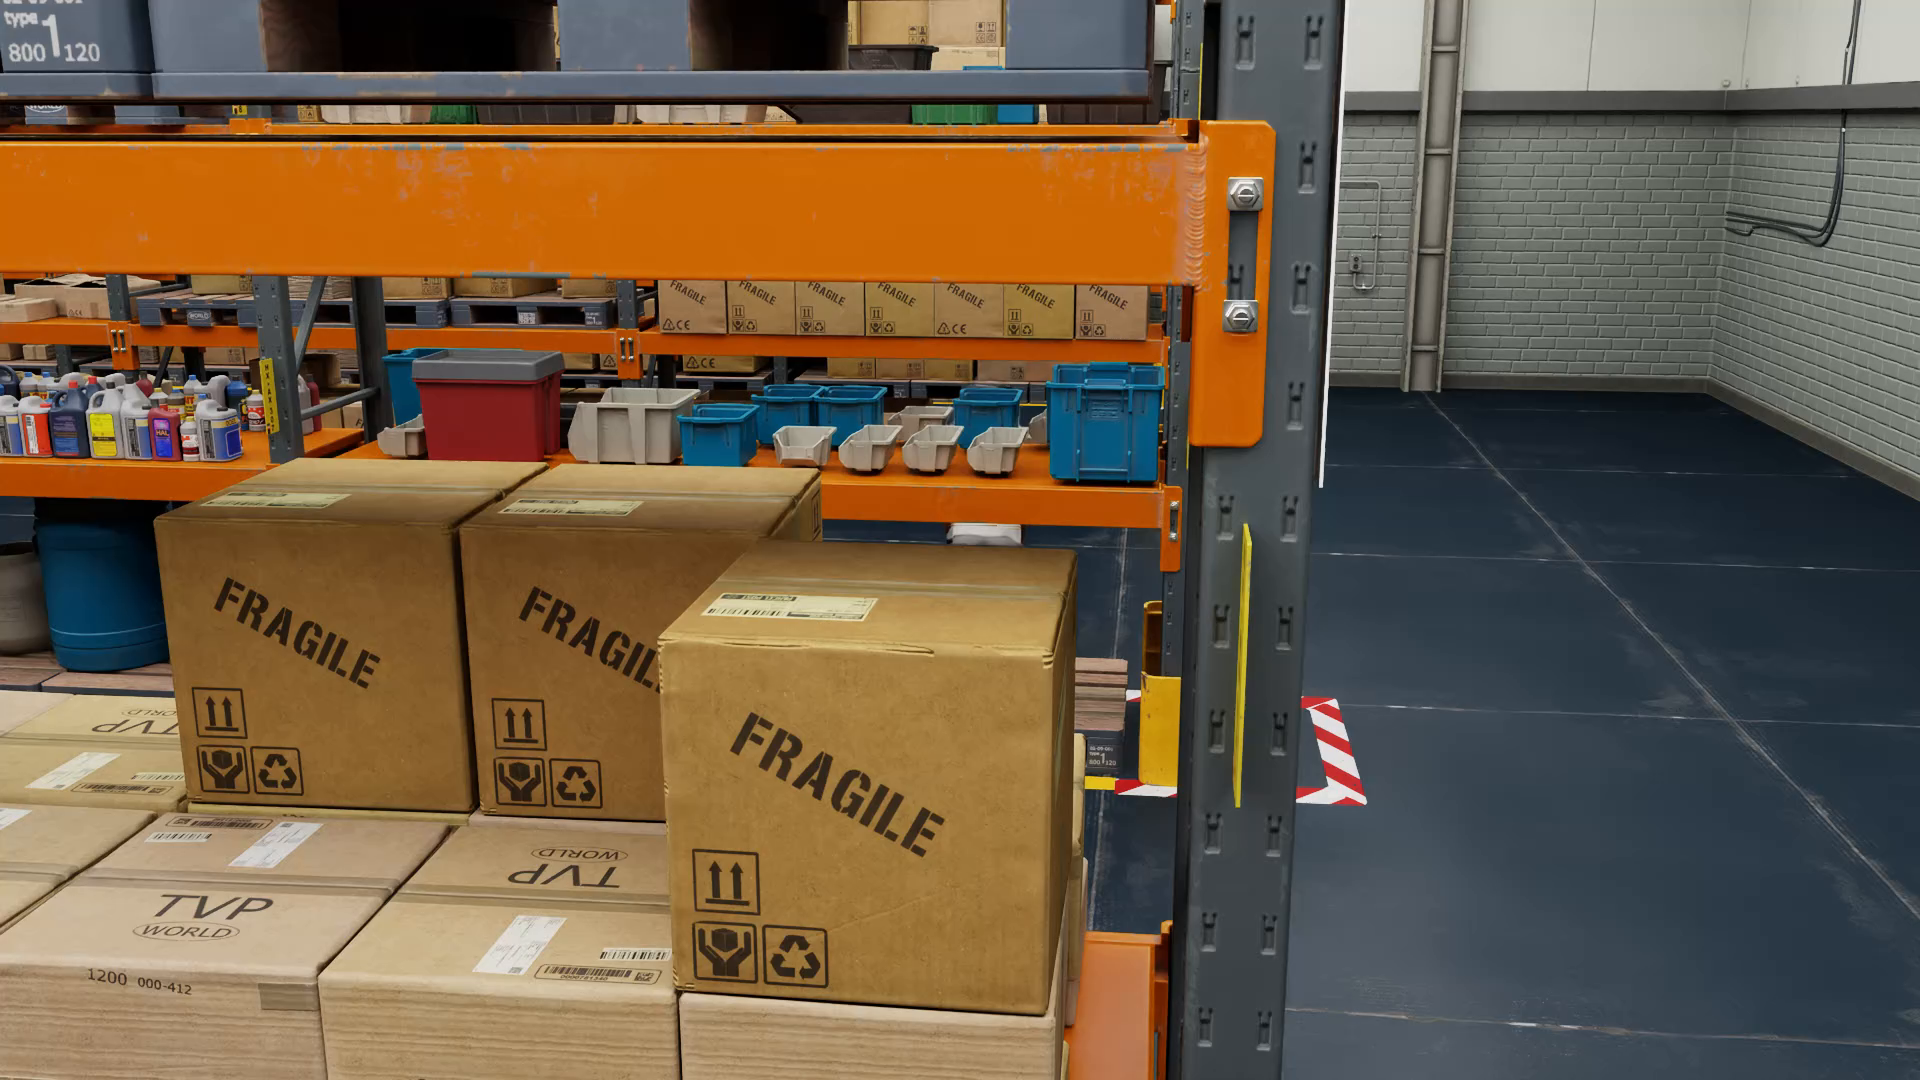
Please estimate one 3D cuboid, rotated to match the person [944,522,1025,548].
[{"bbox_3d":[0.133,-0.029,9.435,0.494,1.083,0.835,2,14,6],"label":"person"}]
